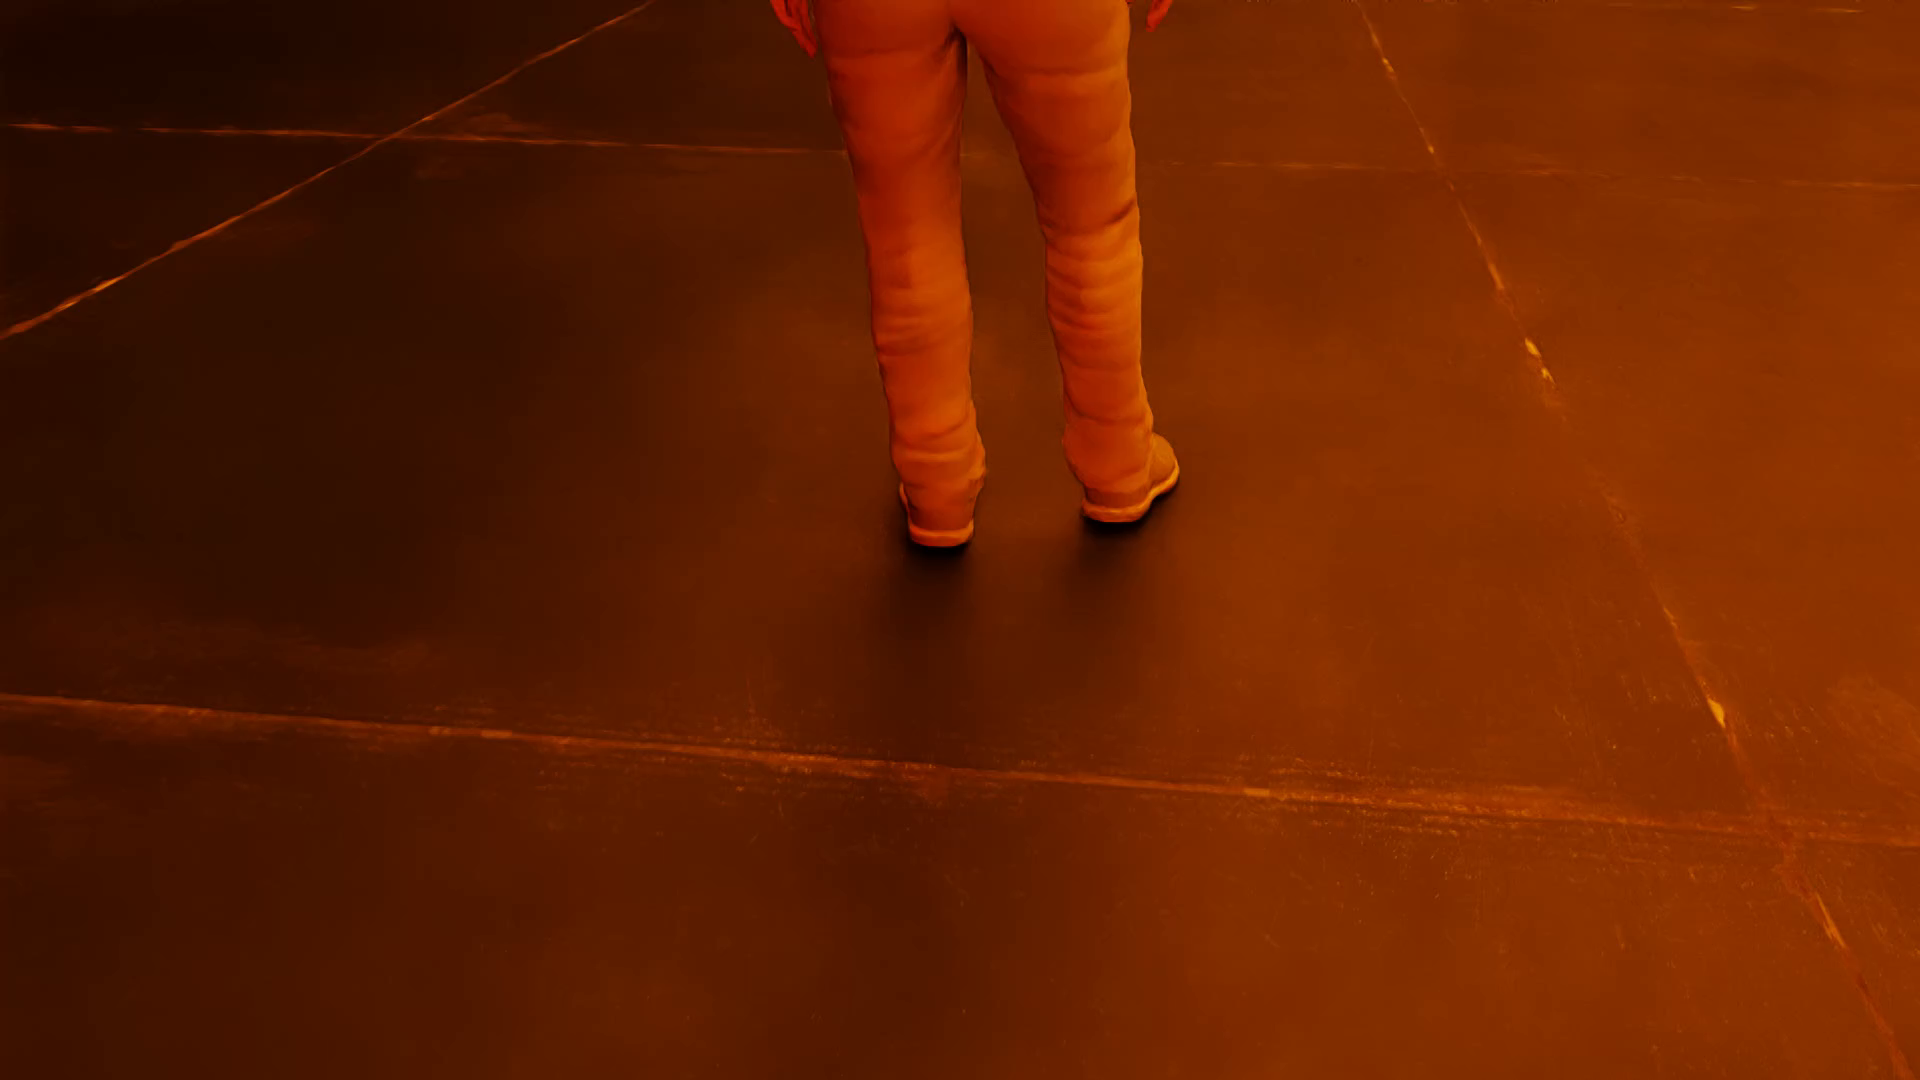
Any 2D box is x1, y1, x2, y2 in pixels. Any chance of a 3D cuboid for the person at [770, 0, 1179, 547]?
[{"bbox_3d":[0.033,-0.785,2.190,0.598,1.669,0.529,3,27,7],"label":"person"}]
